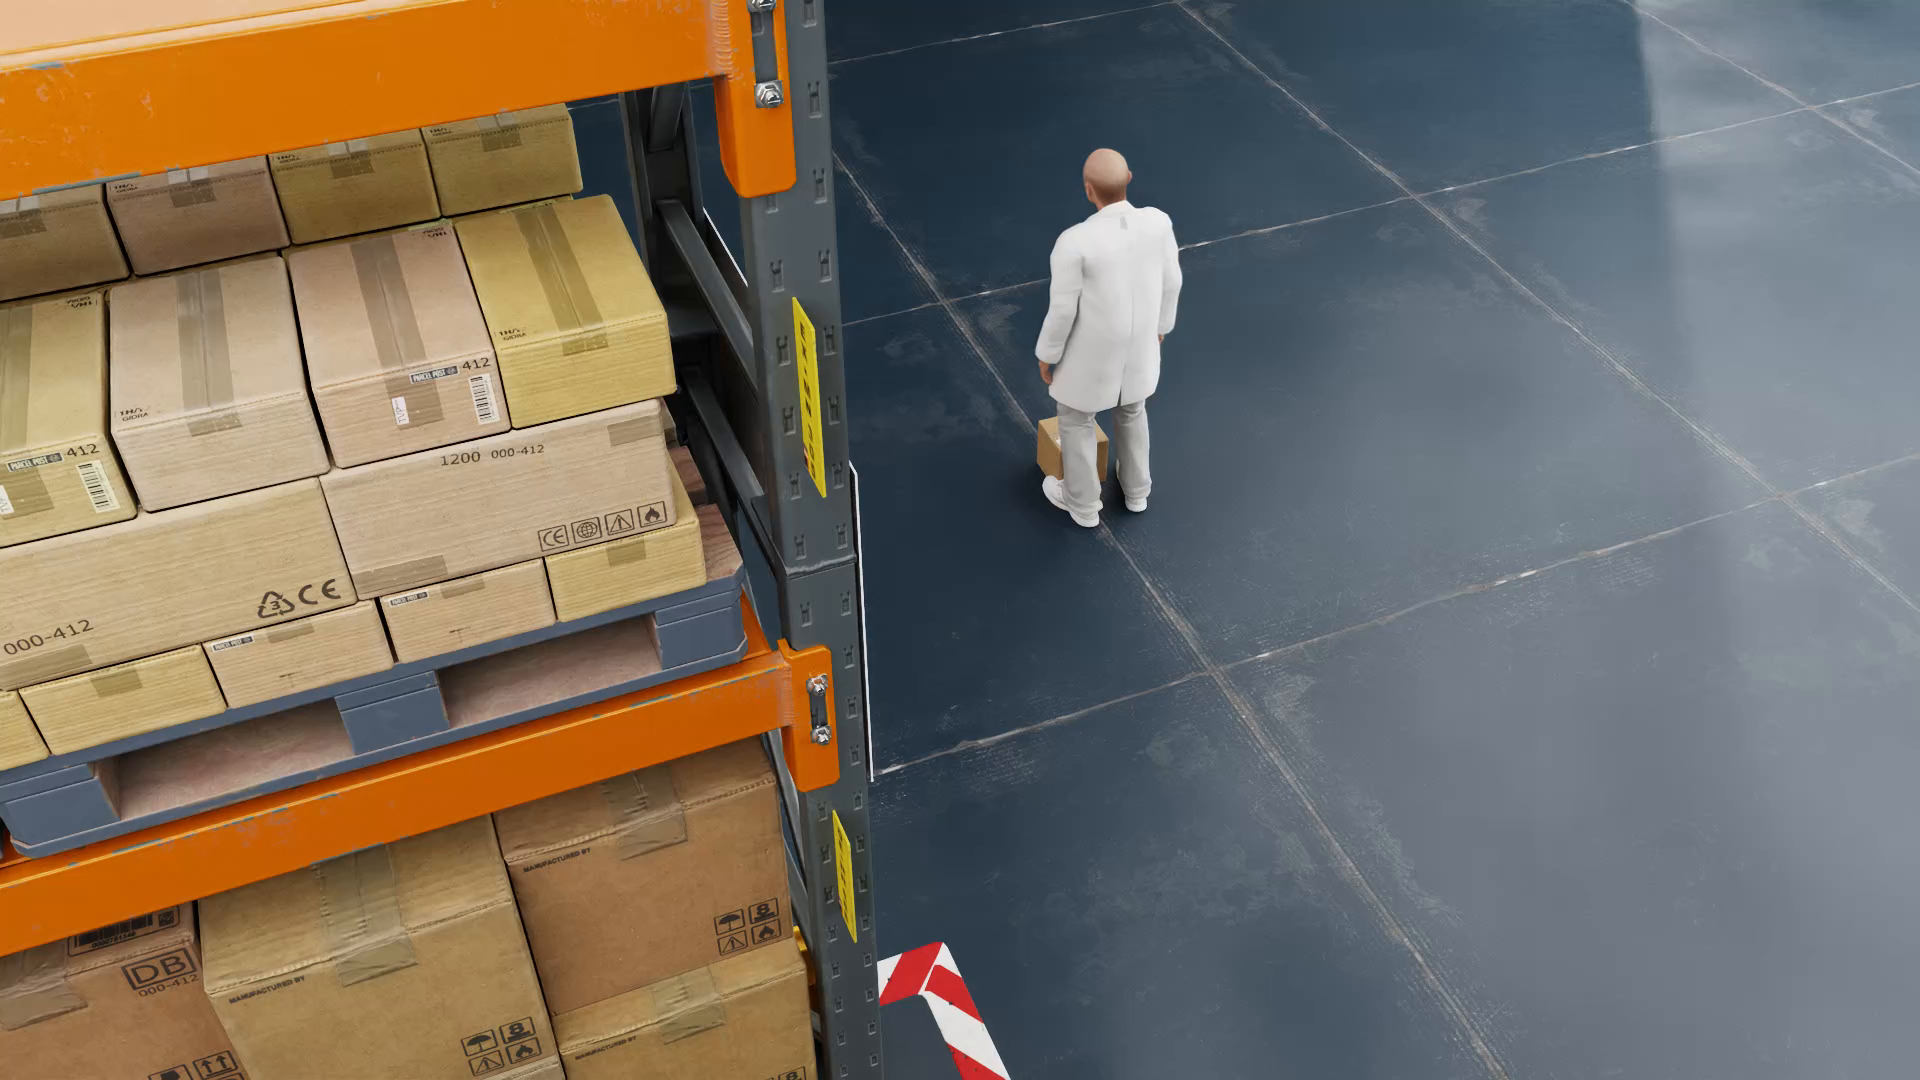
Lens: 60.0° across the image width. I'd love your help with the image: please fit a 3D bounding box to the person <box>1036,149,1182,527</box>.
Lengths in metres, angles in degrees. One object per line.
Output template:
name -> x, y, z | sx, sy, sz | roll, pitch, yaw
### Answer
person -> 0.626, -0.842, 7.132 | 0.650, 1.774, 0.417 | -16, 44, -17
